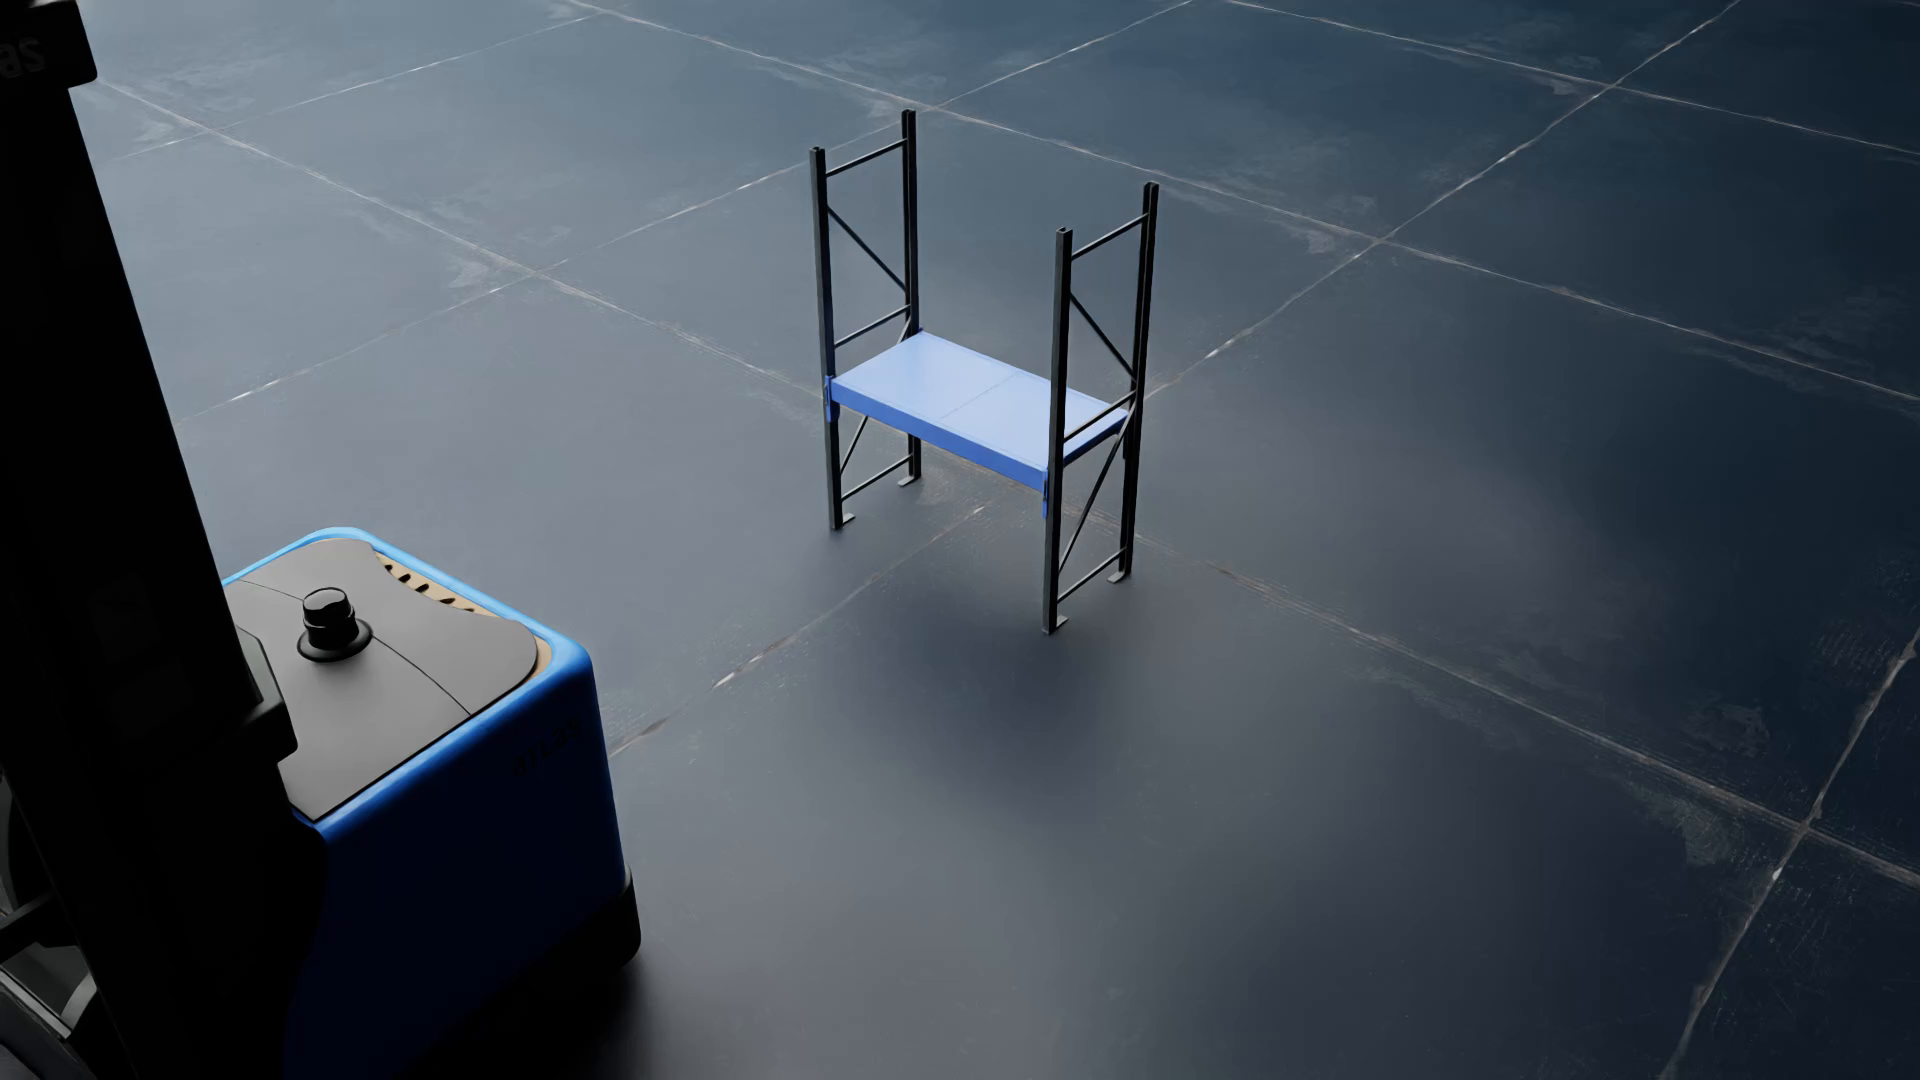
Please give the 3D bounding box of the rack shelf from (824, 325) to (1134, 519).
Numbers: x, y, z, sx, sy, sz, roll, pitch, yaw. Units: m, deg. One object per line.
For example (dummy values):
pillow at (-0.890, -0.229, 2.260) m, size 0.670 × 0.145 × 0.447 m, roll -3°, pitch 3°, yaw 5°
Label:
rack shelf at (0.066, -0.439, 5.882) m, size 1.000 × 0.185 × 0.538 m, roll 25°, pitch 42°, yaw 32°

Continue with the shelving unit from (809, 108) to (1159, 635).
shelving unit at (0.066, -0.587, 5.780) m, size 1.048 × 1.500 × 0.538 m, roll 25°, pitch 42°, yaw 32°

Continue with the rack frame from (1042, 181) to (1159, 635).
rack frame at (0.456, -0.403, 5.512) m, size 0.032 × 1.500 × 0.500 m, roll 25°, pitch 42°, yaw 32°

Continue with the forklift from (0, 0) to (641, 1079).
forklift at (-2.144, 0.451, 3.005) m, size 1.130 × 2.935 × 3.031 m, roll 22°, pitch 40°, yaw 29°

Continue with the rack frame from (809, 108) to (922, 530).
rack frame at (-0.325, -0.771, 6.049) m, size 0.032 × 1.500 × 0.500 m, roll 25°, pitch 42°, yaw 32°
